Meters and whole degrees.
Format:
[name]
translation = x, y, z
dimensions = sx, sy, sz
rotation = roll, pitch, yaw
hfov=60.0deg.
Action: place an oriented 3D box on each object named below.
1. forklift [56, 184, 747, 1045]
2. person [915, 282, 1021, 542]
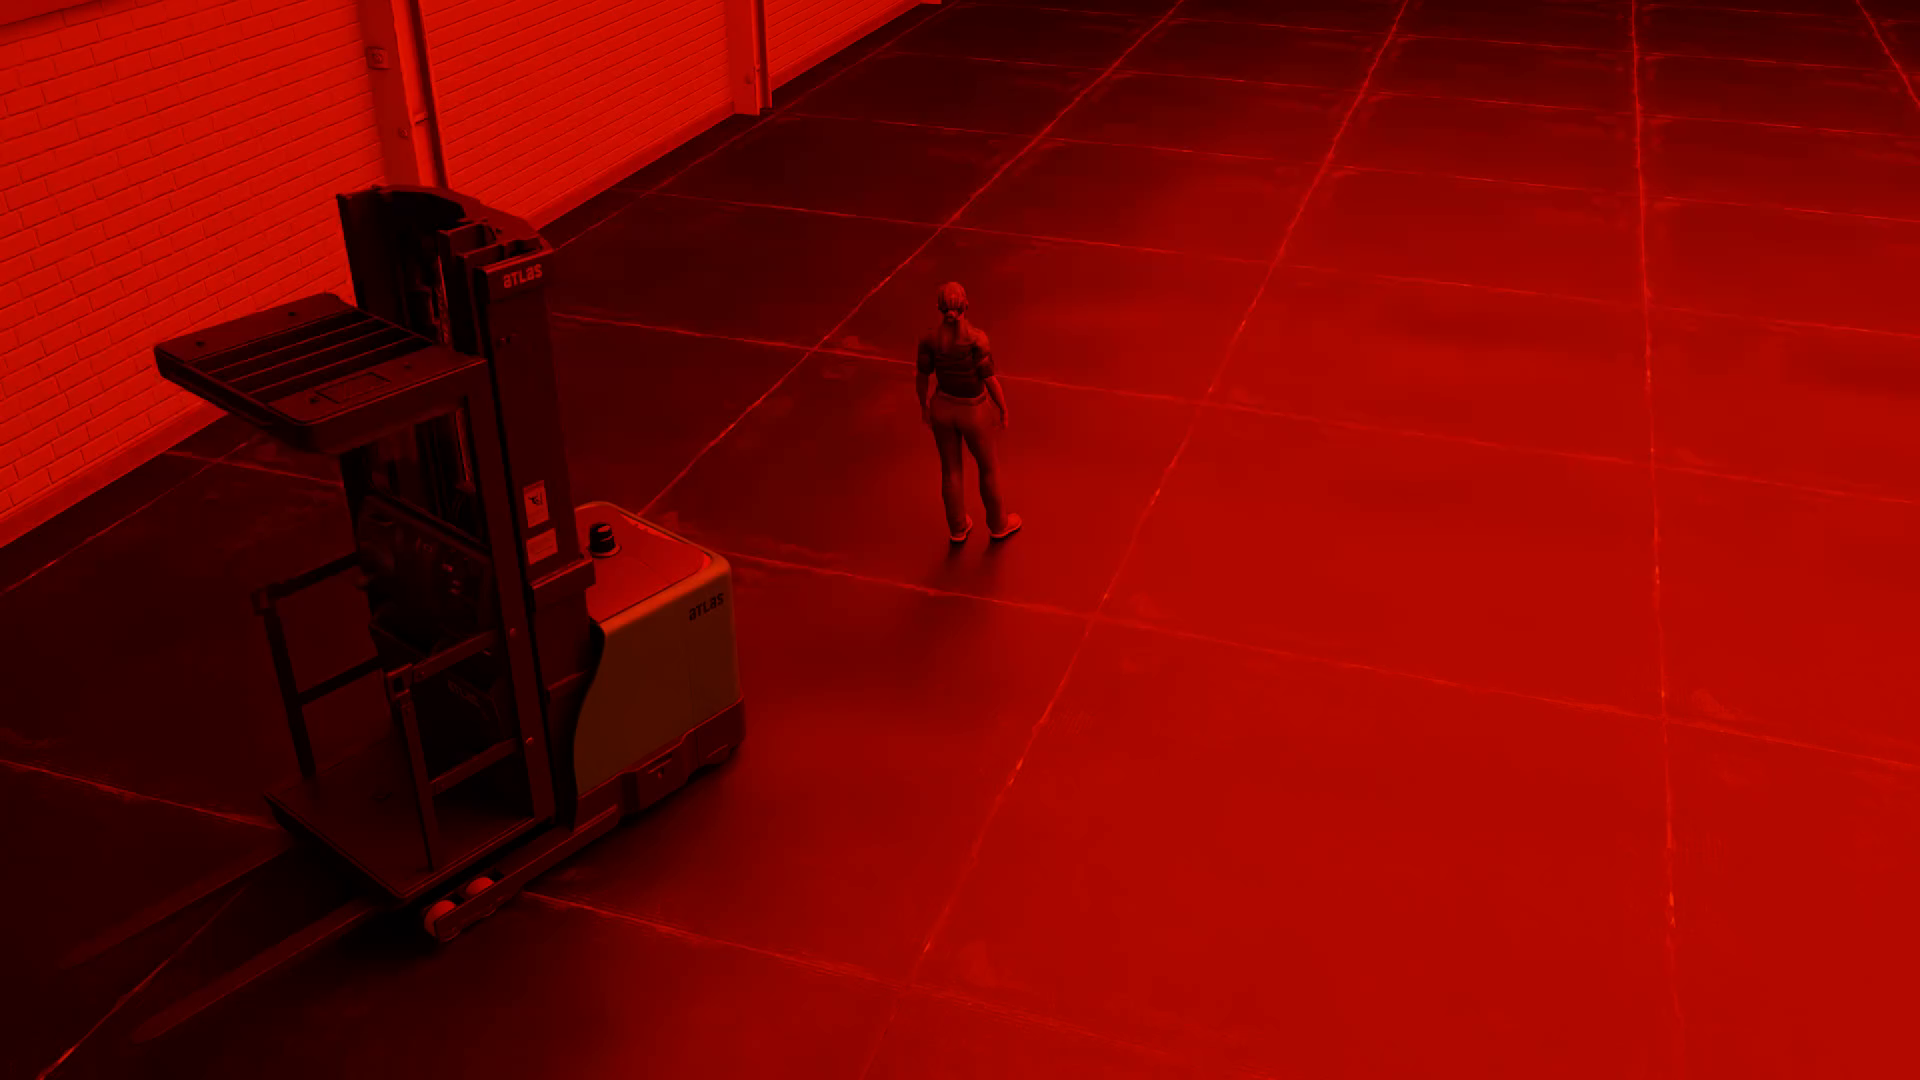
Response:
[forklift]
translation = -2.394, 0.154, 6.867
dimensions = 1.130, 2.935, 3.031
rotation = 23, 37, 34
[person]
translation = 0.047, -0.763, 9.749
dimensions = 0.569, 1.654, 0.504
rotation = 10, 31, 16
